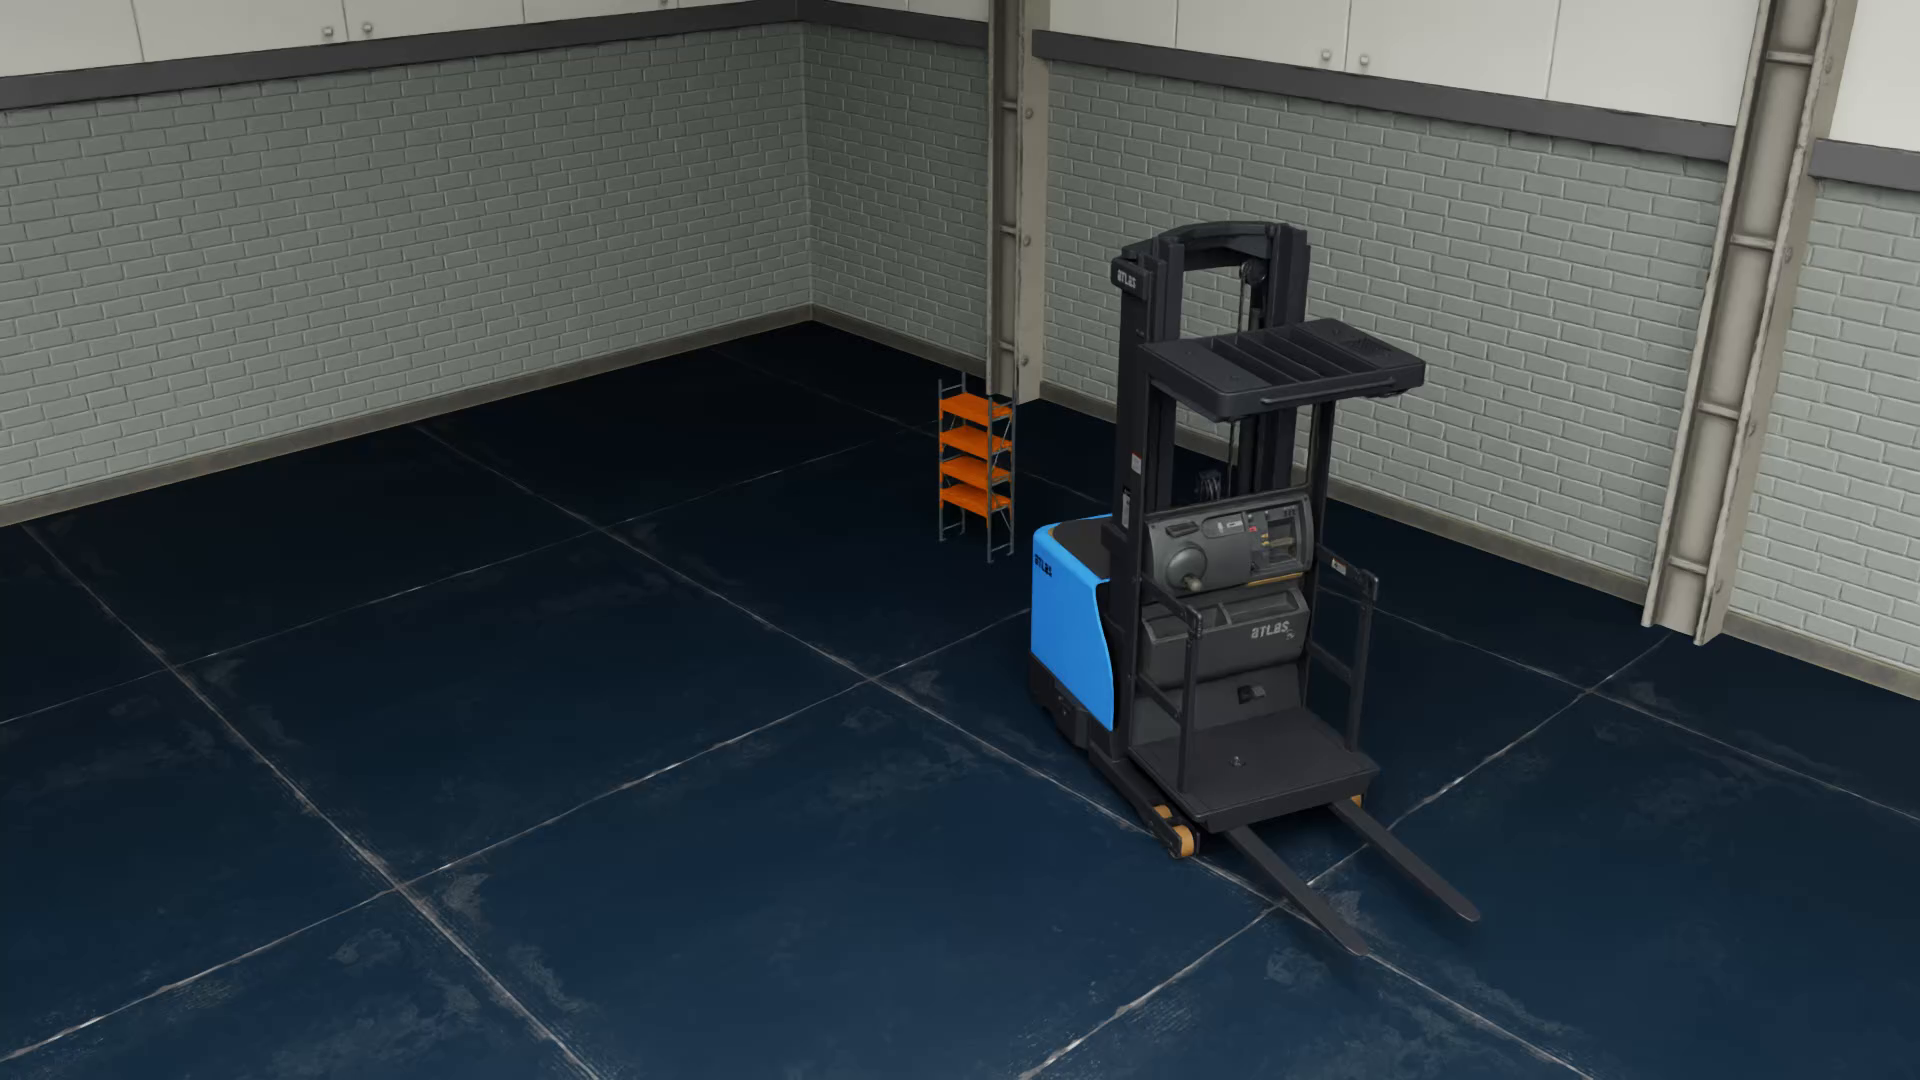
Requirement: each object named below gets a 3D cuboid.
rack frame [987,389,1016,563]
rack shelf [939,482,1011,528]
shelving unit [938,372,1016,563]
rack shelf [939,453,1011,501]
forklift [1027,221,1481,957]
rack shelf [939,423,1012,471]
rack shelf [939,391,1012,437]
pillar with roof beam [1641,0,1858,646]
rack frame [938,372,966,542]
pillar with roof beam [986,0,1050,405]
[{"bbox_3d":[0.280,-0.422,11.229,0.240,1.200,0.015,-21,32,-38],"label":"rack frame"},{"bbox_3d":[0.113,-0.254,11.501,0.258,0.148,0.480,-21,32,-38],"label":"rack shelf"},{"bbox_3d":[0.113,-0.496,11.391,0.258,1.200,0.503,-21,32,-38],"label":"shelving unit"},{"bbox_3d":[0.113,-0.435,11.419,0.258,0.148,0.480,-21,32,-38],"label":"rack shelf"},{"bbox_3d":[1.442,0.049,8.110,1.130,2.935,3.031,-10,26,-21],"label":"forklift"},{"bbox_3d":[0.113,-0.638,11.326,0.258,0.148,0.480,-21,32,-38],"label":"rack shelf"},{"bbox_3d":[0.113,-0.853,11.228,0.258,0.148,0.480,-21,32,-38],"label":"rack shelf"},{"bbox_3d":[1.428,-2.318,5.989,9.100,9.000,0.400,-21,32,-38],"label":"pillar with roof beam"},{"bbox_3d":[-0.054,-0.570,11.553,0.240,1.200,0.015,-21,32,-38],"label":"rack frame"},{"bbox_3d":[-2.673,-4.136,9.973,9.100,9.000,0.400,-21,32,-38],"label":"pillar with roof beam"}]
